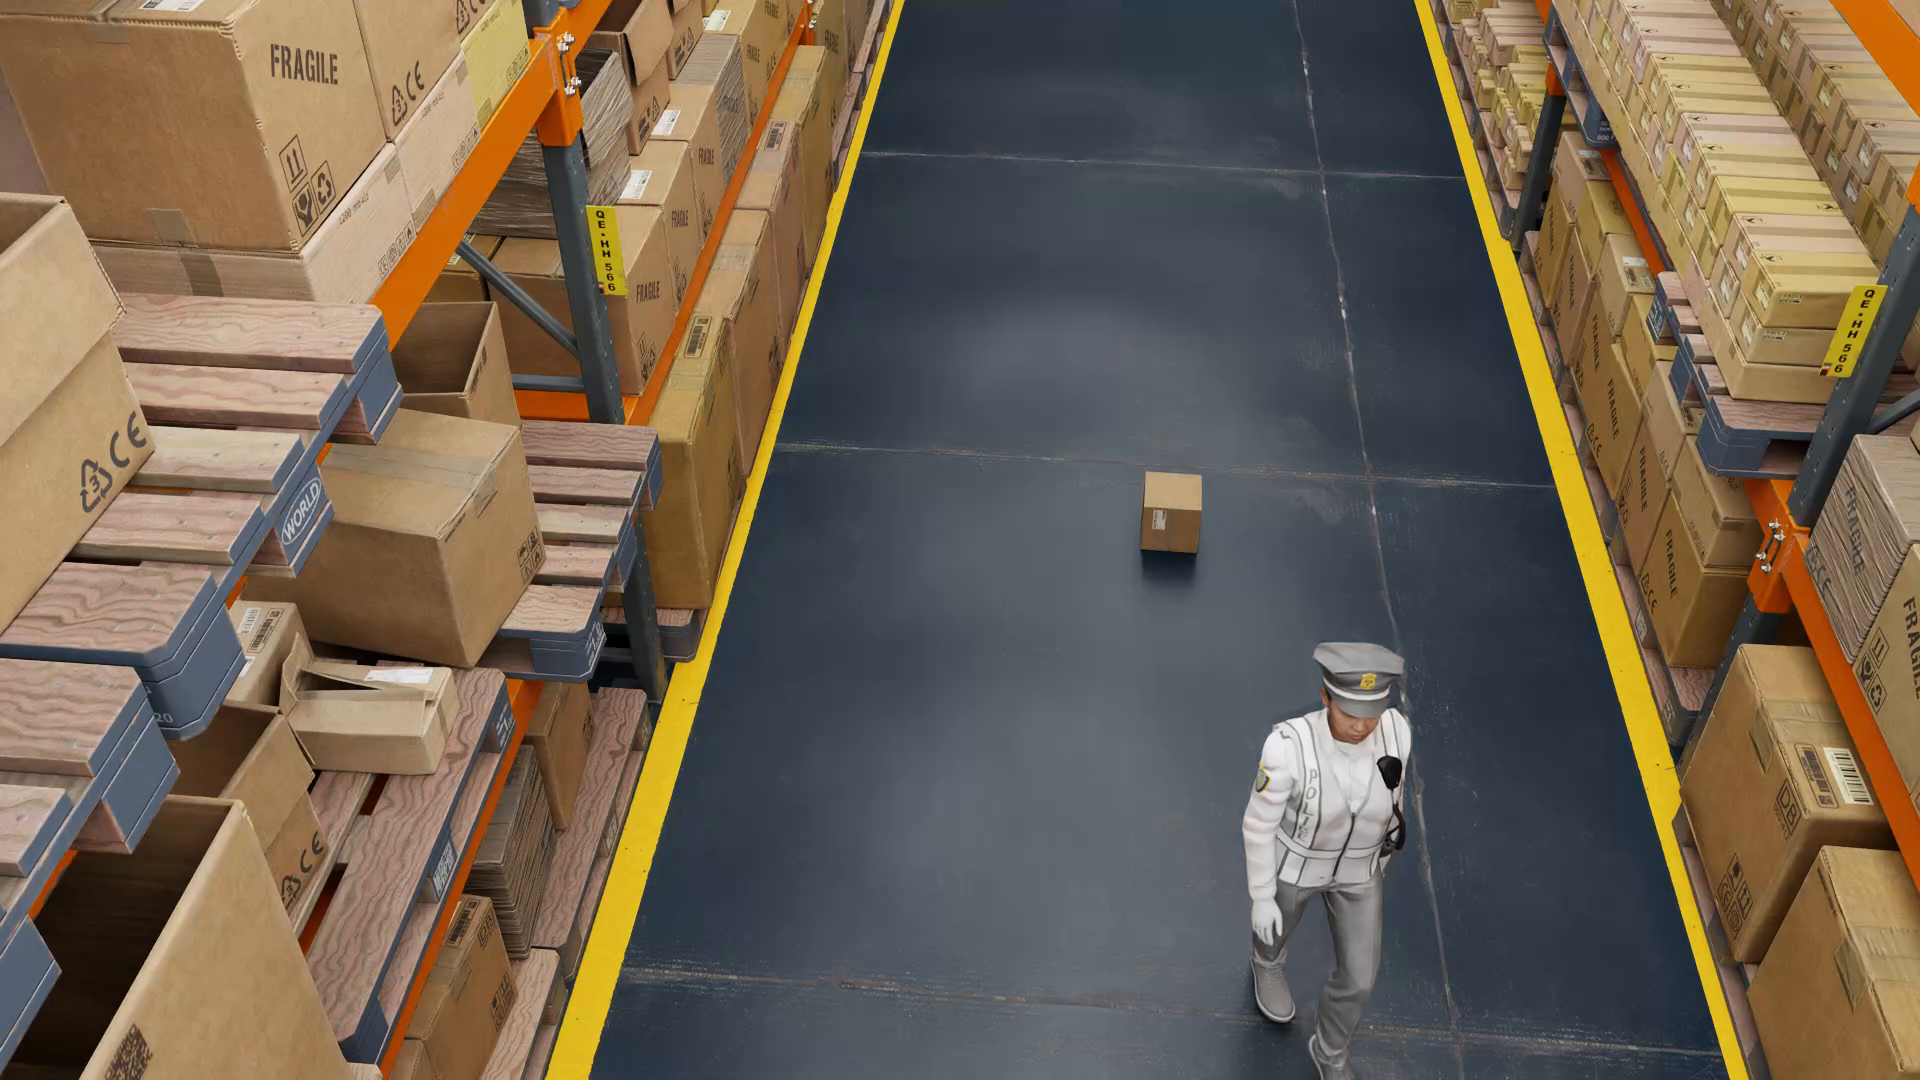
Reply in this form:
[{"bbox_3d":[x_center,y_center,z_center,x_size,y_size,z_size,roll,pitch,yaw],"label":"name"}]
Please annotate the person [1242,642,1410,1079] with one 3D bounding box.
[{"bbox_3d":[1.079,1.010,4.966,0.525,1.750,0.617,-4,40,-4],"label":"person"}]
